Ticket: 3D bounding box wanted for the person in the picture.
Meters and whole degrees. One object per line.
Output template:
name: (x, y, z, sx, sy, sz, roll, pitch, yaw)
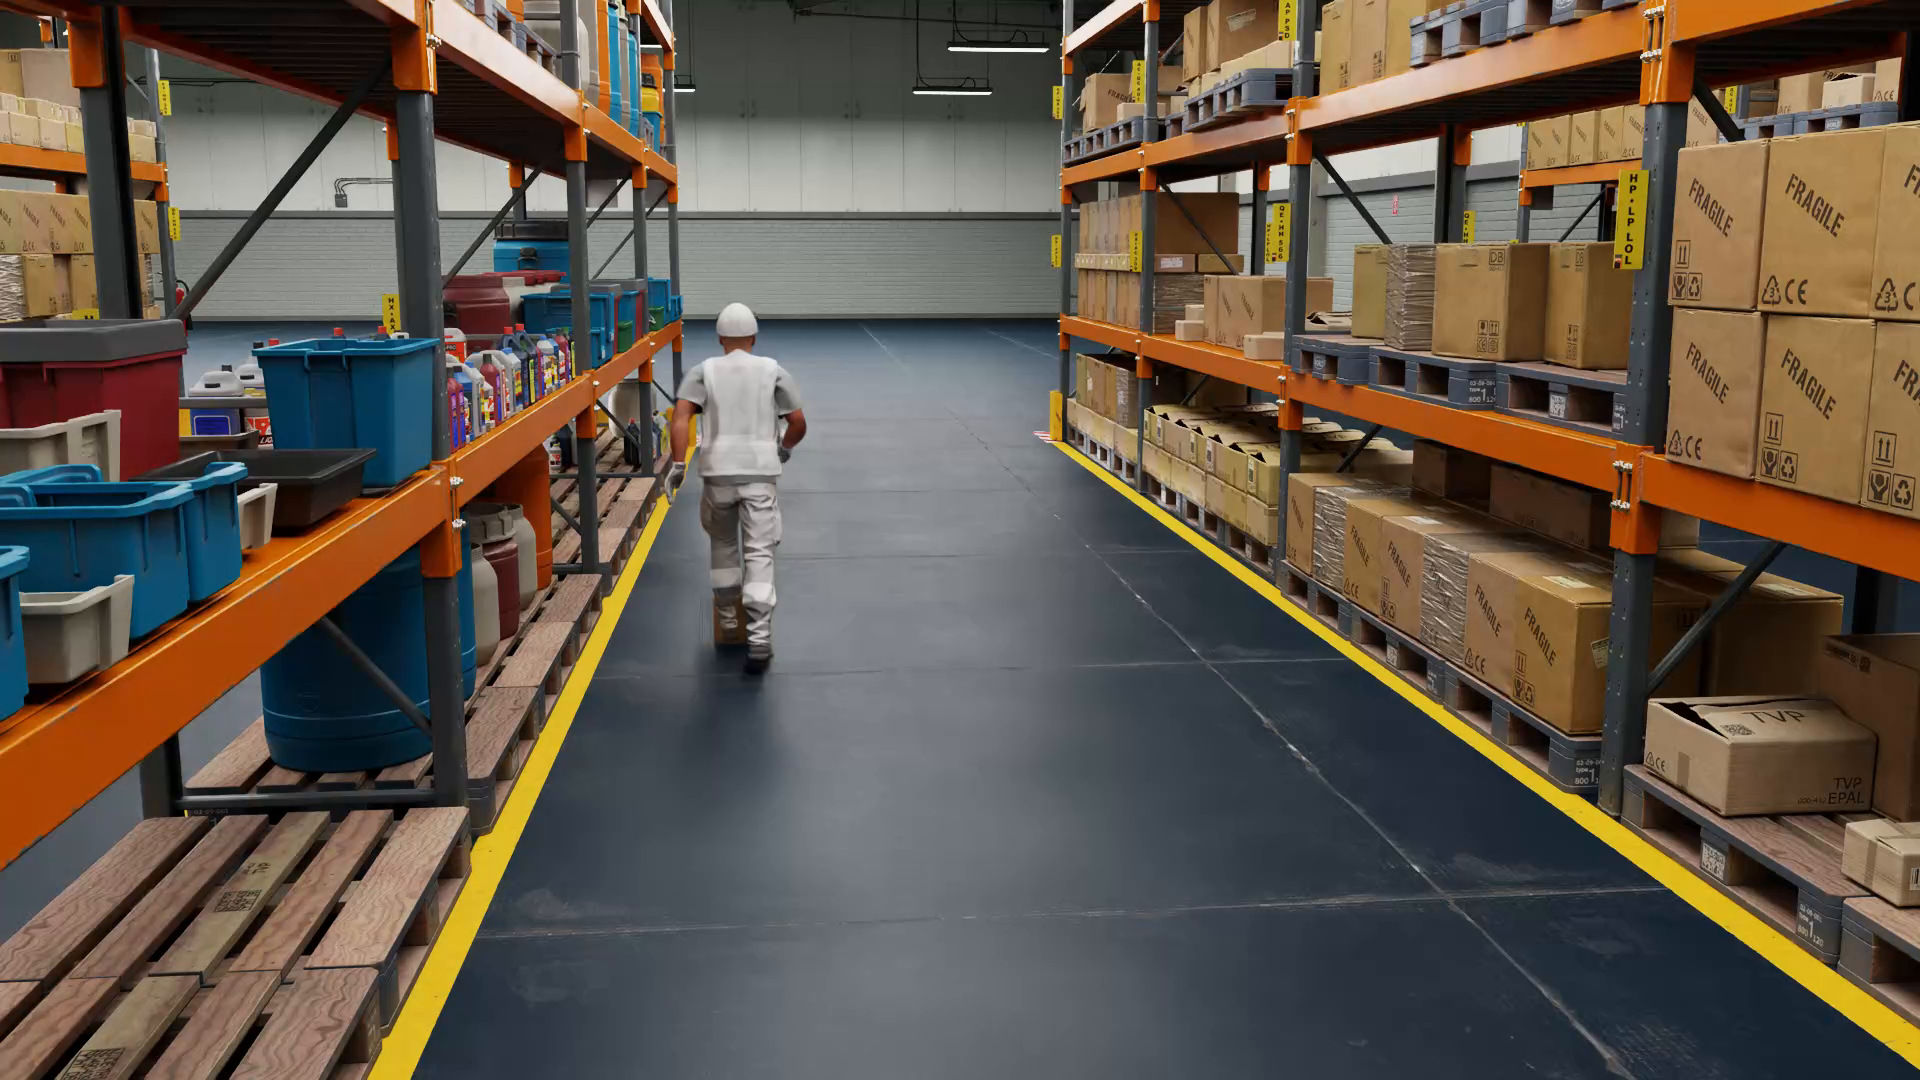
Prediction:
person: (-1.097, -0.301, 8.167, 0.674, 1.703, 0.909, 0, 10, 1)
